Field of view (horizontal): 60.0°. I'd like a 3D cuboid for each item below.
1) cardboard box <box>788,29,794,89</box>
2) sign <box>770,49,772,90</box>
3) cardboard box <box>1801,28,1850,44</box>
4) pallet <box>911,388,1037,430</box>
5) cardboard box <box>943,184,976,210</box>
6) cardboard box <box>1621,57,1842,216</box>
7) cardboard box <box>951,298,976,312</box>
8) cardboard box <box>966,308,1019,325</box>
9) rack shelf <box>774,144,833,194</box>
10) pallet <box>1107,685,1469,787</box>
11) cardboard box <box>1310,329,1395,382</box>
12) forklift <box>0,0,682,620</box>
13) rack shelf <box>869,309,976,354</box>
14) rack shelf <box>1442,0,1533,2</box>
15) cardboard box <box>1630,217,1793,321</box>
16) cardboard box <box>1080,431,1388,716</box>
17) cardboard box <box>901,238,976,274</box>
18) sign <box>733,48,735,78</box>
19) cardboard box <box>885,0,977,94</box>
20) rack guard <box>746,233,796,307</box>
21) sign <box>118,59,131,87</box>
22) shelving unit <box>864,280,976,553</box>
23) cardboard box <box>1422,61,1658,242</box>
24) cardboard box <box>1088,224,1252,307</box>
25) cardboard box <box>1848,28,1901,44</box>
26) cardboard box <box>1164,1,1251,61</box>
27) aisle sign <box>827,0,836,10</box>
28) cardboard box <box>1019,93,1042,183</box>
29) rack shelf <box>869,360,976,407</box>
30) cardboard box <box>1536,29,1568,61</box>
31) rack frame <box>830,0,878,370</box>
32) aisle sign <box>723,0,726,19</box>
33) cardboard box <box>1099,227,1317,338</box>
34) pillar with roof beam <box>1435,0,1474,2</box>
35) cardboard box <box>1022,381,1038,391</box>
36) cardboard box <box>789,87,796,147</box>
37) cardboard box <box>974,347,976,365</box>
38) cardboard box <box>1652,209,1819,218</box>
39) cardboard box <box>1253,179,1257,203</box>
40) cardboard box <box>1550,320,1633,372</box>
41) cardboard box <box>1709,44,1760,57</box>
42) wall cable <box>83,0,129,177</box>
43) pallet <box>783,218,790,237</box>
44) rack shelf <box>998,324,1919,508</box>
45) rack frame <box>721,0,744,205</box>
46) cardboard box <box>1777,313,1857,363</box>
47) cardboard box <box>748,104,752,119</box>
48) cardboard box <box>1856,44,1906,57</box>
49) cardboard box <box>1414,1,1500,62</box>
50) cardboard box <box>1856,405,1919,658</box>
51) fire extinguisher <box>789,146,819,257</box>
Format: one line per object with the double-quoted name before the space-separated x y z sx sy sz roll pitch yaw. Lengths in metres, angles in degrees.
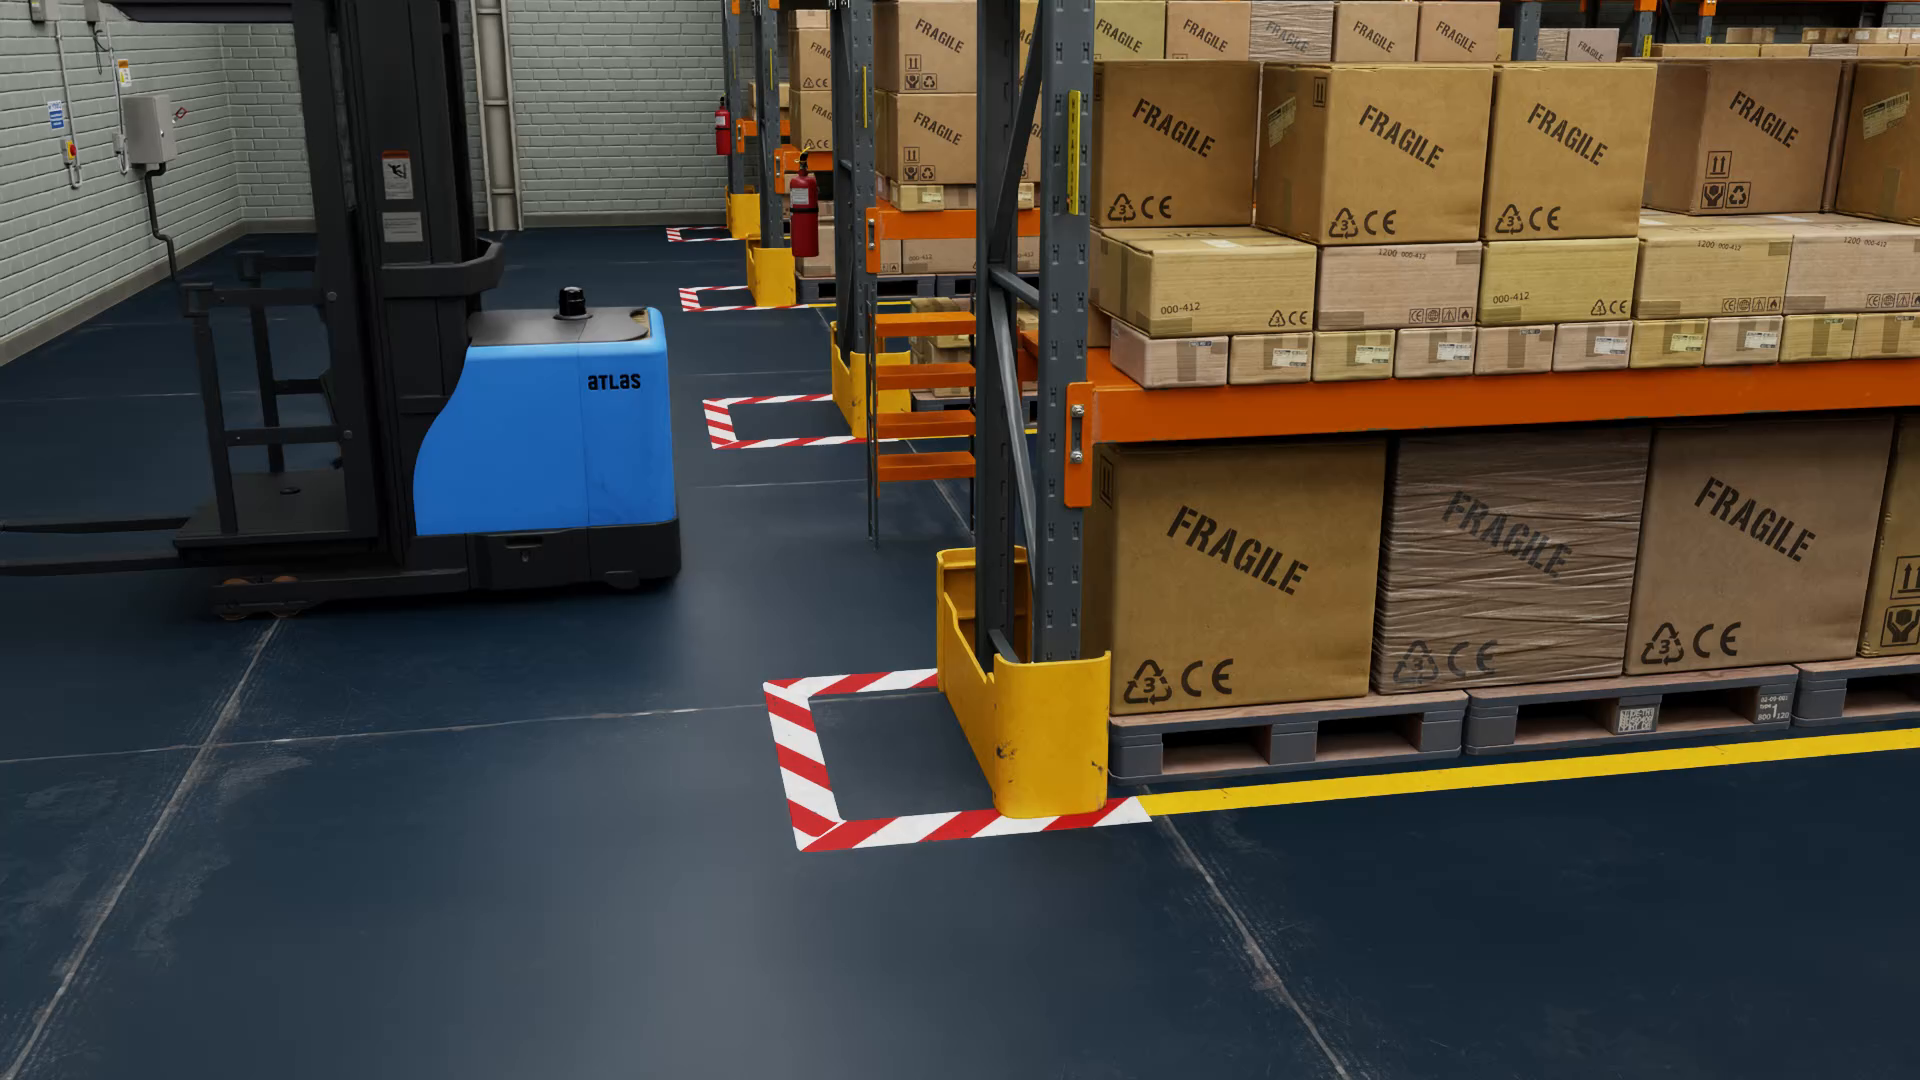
"cardboard box" -1.243 -4.240 14.634 0.500 0.500 0.500 -3 17 -9
"sign" -1.571 -3.910 13.824 0.005 0.325 0.100 -3 17 -10
"cardboard box" 8.535 -4.973 16.398 0.250 0.149 0.380 -2 17 -7
"pallet" 0.246 -0.904 10.394 1.213 0.211 1.003 -3 17 -10
"cardboard box" -0.010 -2.027 9.730 0.250 0.149 0.380 -3 17 -8
"cardboard box" 2.623 -1.405 5.749 0.500 0.500 0.500 -4 17 -12
"cardboard box" 0.097 -1.420 10.452 0.250 0.149 0.380 -3 17 -9
"cardboard box" 0.194 -1.301 10.066 0.250 0.149 0.380 -3 17 -9
"rack shelf" 0.293 -3.386 14.953 4.000 0.370 1.077 -3 17 -10
"pallet" 0.979 0.504 5.811 1.213 0.211 1.003 -3 17 -10
"cardboard box" 1.123 -0.595 5.070 0.250 0.149 0.380 -4 17 -12
"forklift" -2.766 -1.243 6.867 3.031 2.935 1.130 -3 17 -11
"rack shelf" -0.163 -0.940 7.490 0.480 0.148 0.258 -3 17 -10
"rack shelf" 1.331 -3.399 9.885 4.000 0.370 1.077 -3 17 -10
"cardboard box" 2.246 -0.870 5.283 0.500 0.250 0.500 -4 17 -12
"cardboard box" 0.822 -0.006 5.625 0.875 0.875 0.875 -3 17 -10
"cardboard box" -0.145 -2.714 15.187 0.875 0.438 0.875 -3 17 -9
"sign" -2.513 -5.307 18.506 0.005 0.325 0.100 -3 17 -10
"cardboard box" -0.141 -2.814 9.484 0.500 0.500 0.500 -3 17 -11
"rack guard" -1.694 -2.422 14.847 0.348 0.500 1.175 -3 17 -10
"sign" -7.651 -4.279 15.227 0.001 0.242 0.339 -3 17 -10
"shelving unit" -0.163 -0.564 7.606 0.503 1.200 0.258 -3 17 -10
"cardboard box" 1.730 -1.198 5.076 0.500 0.500 0.500 -4 17 -12
"cardboard box" 0.635 -0.936 5.499 0.500 0.250 0.500 -4 17 -11
"cardboard box" 8.762 -4.833 15.941 0.250 0.149 0.380 -4 18 -13
"cardboard box" 1.367 -2.896 9.751 0.500 0.500 0.500 -4 17 -12
"aisle sign" -0.761 -3.522 9.744 0.004 0.787 0.394 -3 17 -10
"cardboard box" 0.381 -2.370 9.742 0.500 0.500 0.500 -3 17 -10
"rack shelf" -0.163 -0.714 7.560 0.480 0.148 0.258 -3 17 -10
"cardboard box" 5.224 -4.455 15.334 0.500 0.500 0.500 -3 17 -9
"rack frame" -0.633 -2.197 9.857 0.127 3.000 1.000 -3 17 -10
"aisle sign" -2.627 -6.204 18.473 0.004 0.787 0.394 -3 17 -10
"cardboard box" 0.732 -0.781 4.995 0.500 0.250 0.500 -4 17 -12
"pillar with roof beam" 7.164 -7.454 16.754 0.400 9.000 9.100 -3 17 -10
"cardboard box" 0.427 -1.026 10.184 0.250 0.149 0.380 -3 17 -10
"cardboard box" -1.247 -3.770 14.806 0.500 0.500 0.500 -3 17 -10
"cardboard box" 0.210 -1.132 10.021 0.250 0.149 0.380 -3 17 -11
"cardboard box" 2.629 -1.048 5.863 0.500 0.250 0.500 -3 17 -9
"cardboard box" 1.774 -2.143 10.109 0.250 0.149 0.380 -4 17 -11
"cardboard box" 1.882 -0.639 5.210 0.250 0.149 0.380 -3 17 -11
"cardboard box" 7.180 -4.444 15.781 0.500 0.500 0.500 -2 17 -8
"wall cable" -7.483 -4.192 14.620 0.122 1.984 0.588 -3 17 -10
"pallet" -1.759 -3.765 19.711 1.213 0.211 1.003 -3 17 -10
"rack shelf" 2.173 -0.529 5.652 4.000 0.370 1.077 -3 17 -10
"rack frame" -2.616 -5.049 19.143 0.127 3.000 1.000 -3 17 -10
"cardboard box" 2.638 -0.681 5.350 0.250 0.149 0.380 -4 17 -11
"cardboard box" -2.342 -5.025 19.492 0.250 0.149 0.380 -3 17 -11
"cardboard box" 8.707 -4.531 16.063 0.500 0.500 0.500 -3 17 -9
"cardboard box" 2.885 -2.984 10.038 0.500 0.500 0.500 -4 17 -12
"cardboard box" 3.473 -0.156 6.114 0.875 0.875 0.875 -3 17 -10
"fire extinguisher" -0.967 -2.101 10.311 0.183 0.674 0.296 -3 17 -10
